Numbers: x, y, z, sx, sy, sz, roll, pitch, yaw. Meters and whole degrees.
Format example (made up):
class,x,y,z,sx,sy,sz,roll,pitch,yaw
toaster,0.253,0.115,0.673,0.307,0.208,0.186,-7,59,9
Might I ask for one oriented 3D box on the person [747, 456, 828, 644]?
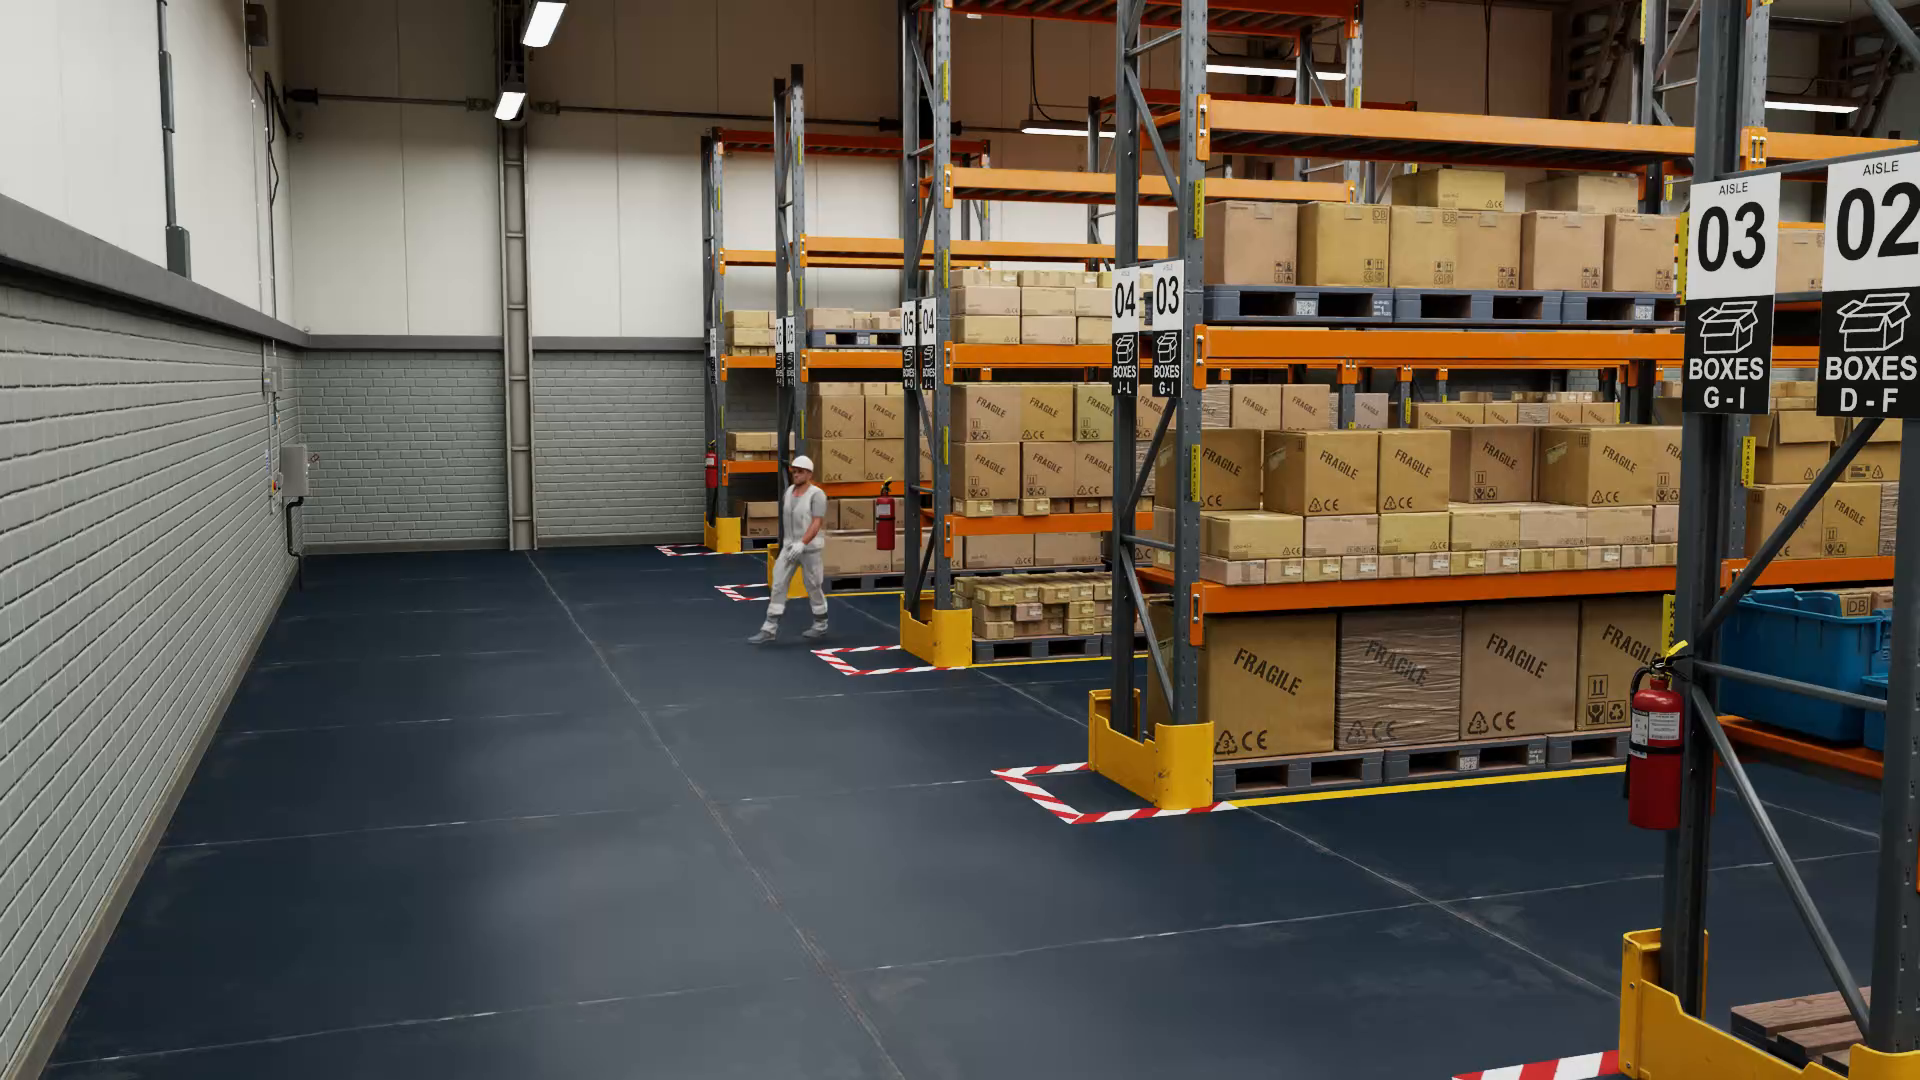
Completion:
class,x,y,z,sx,sy,sz,roll,pitch,yaw
person,-1.569,0.086,15.561,0.637,1.745,0.948,4,7,33
